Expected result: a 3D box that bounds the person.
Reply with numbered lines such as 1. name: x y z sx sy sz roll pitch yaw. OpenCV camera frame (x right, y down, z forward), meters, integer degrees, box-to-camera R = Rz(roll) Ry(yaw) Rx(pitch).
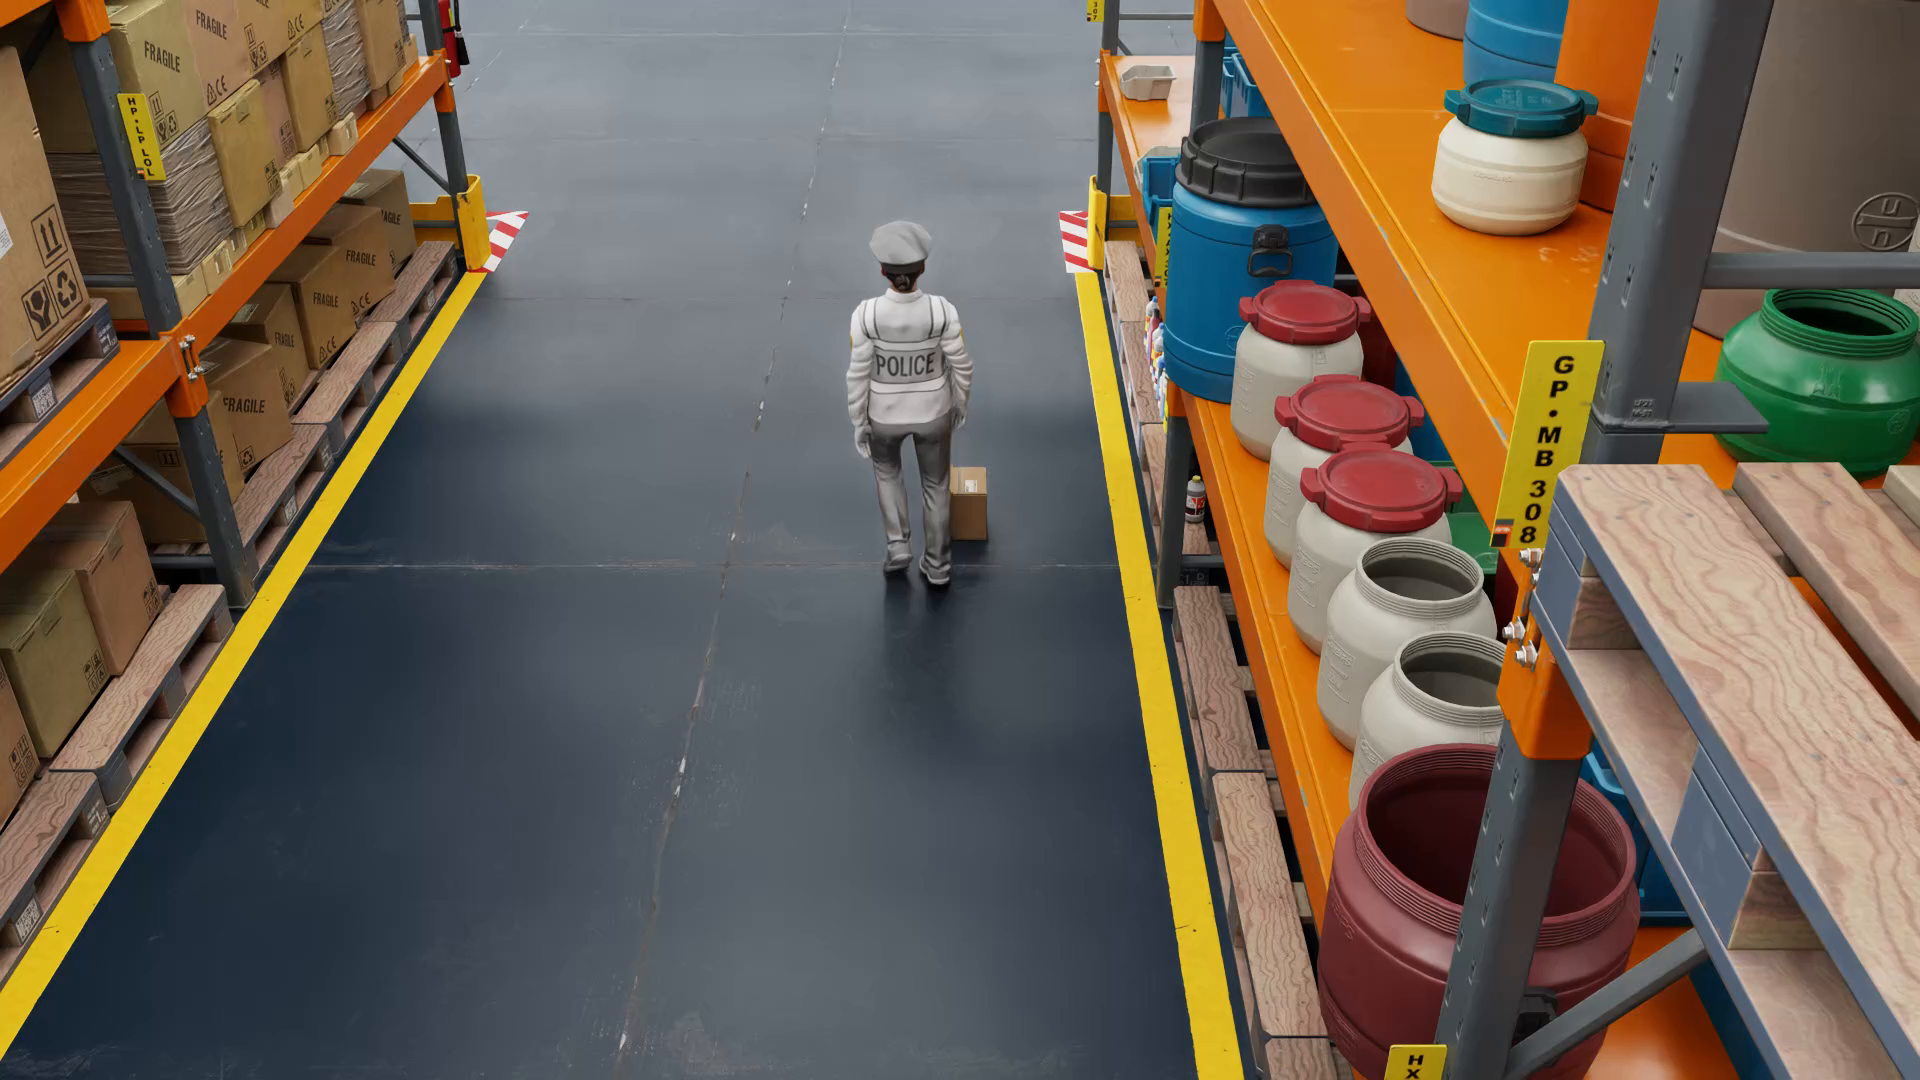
1. person: -0.206 -0.523 6.978 0.523 1.730 0.485 -1 32 -2
